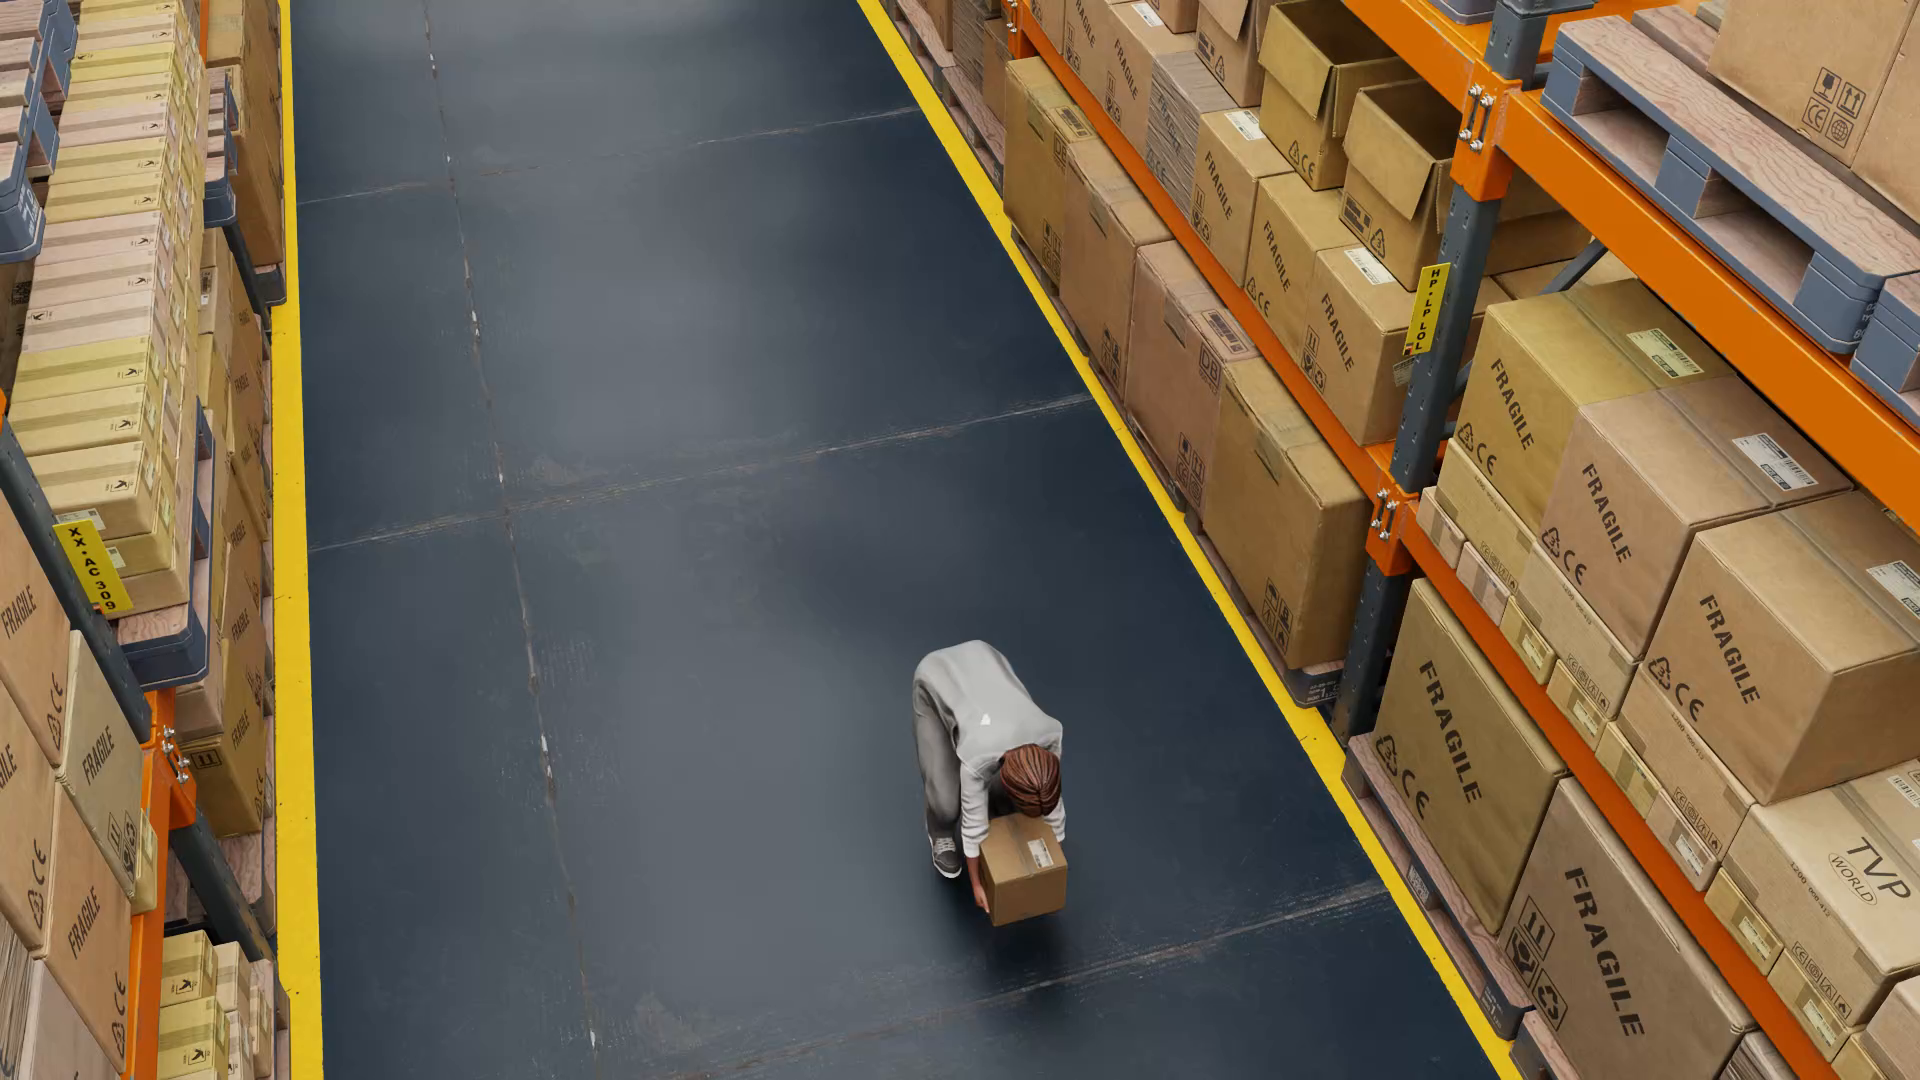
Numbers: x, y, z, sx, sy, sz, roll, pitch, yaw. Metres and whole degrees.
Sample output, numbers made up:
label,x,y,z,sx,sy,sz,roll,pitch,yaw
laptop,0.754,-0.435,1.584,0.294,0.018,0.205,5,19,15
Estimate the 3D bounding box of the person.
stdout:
label,x,y,z,sx,sy,sz,roll,pitch,yaw
person,0.101,0.853,5.676,0.411,1.018,0.857,-14,45,-15
